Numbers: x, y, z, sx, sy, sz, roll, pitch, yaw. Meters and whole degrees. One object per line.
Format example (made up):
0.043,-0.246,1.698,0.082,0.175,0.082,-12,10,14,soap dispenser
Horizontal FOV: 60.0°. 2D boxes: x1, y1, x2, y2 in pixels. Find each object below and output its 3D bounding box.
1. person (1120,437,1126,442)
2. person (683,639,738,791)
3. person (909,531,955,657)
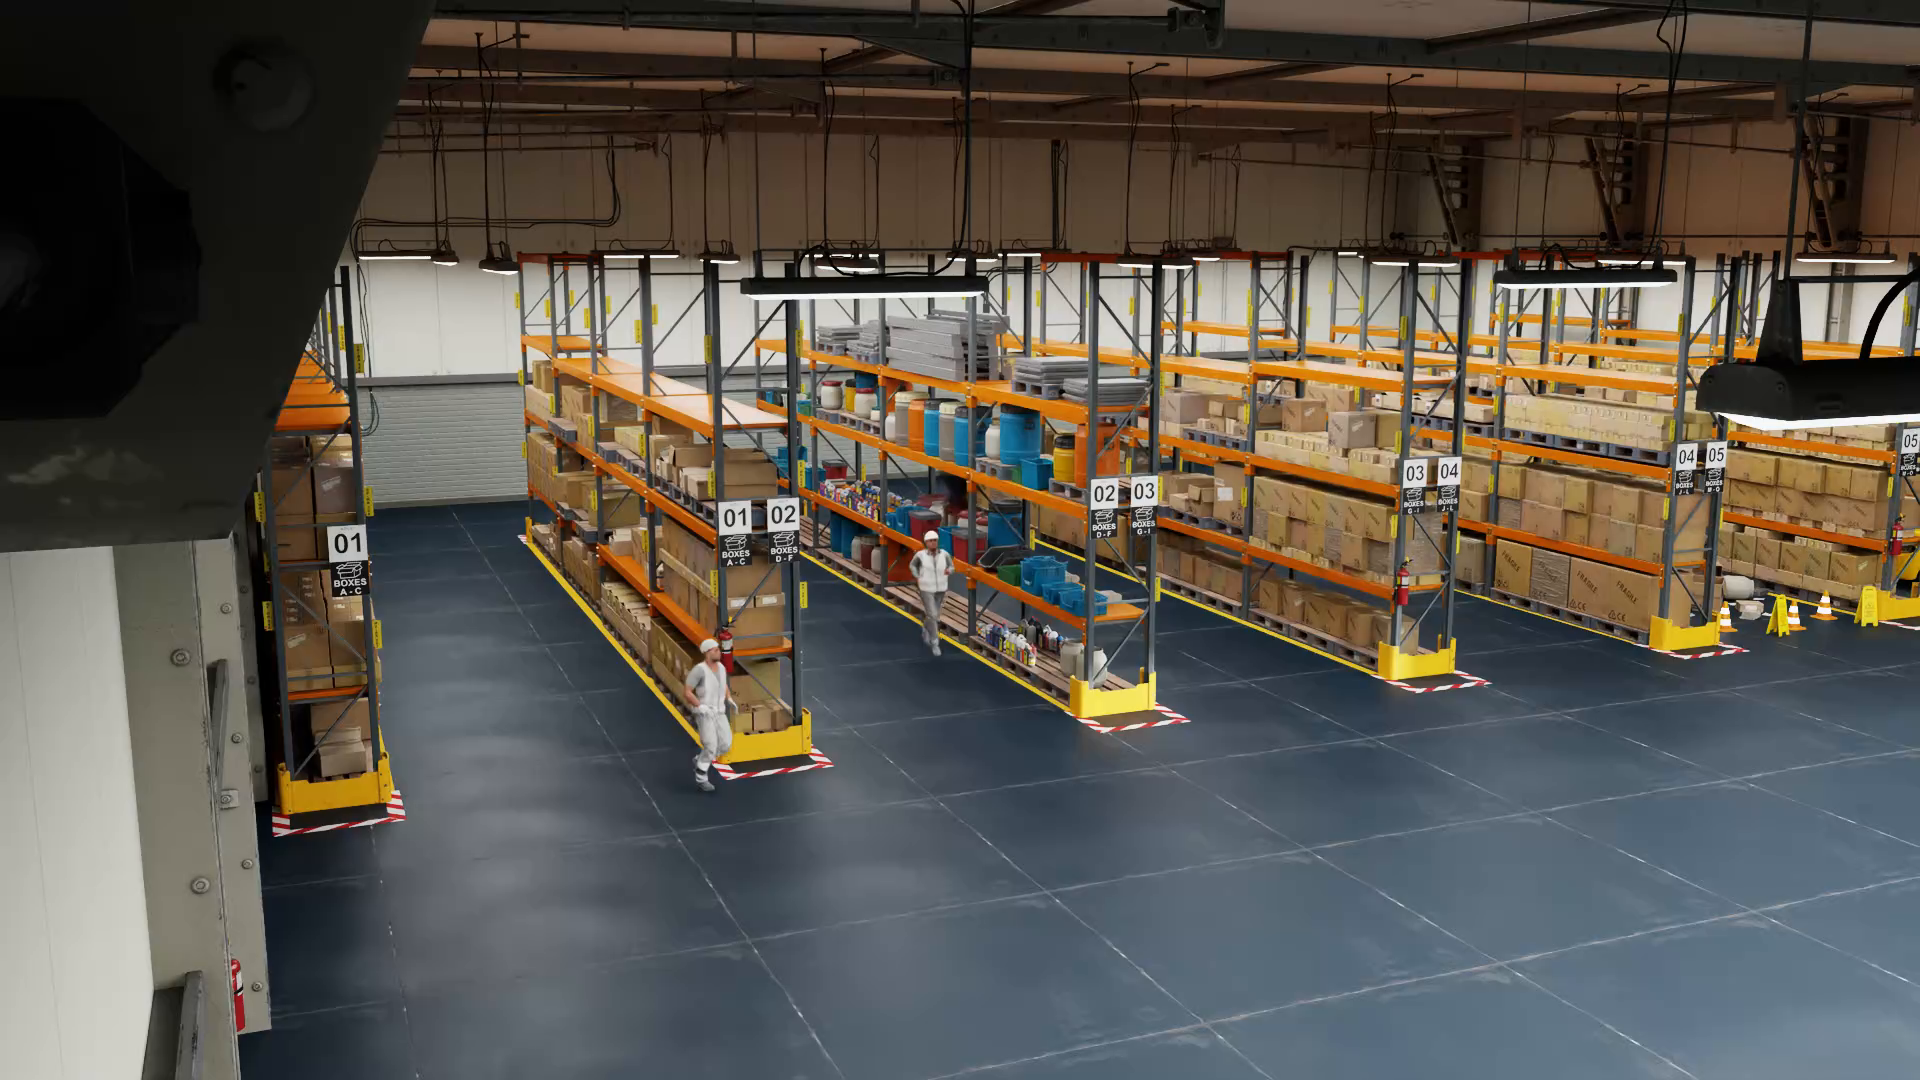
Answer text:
3.775,-1.596,39.296,0.614,1.654,0.854,0,10,-1,person
-2.880,2.007,19.276,0.541,1.734,0.729,7,13,34,person
-0.381,0.749,24.619,0.638,1.812,0.841,-4,11,-22,person
